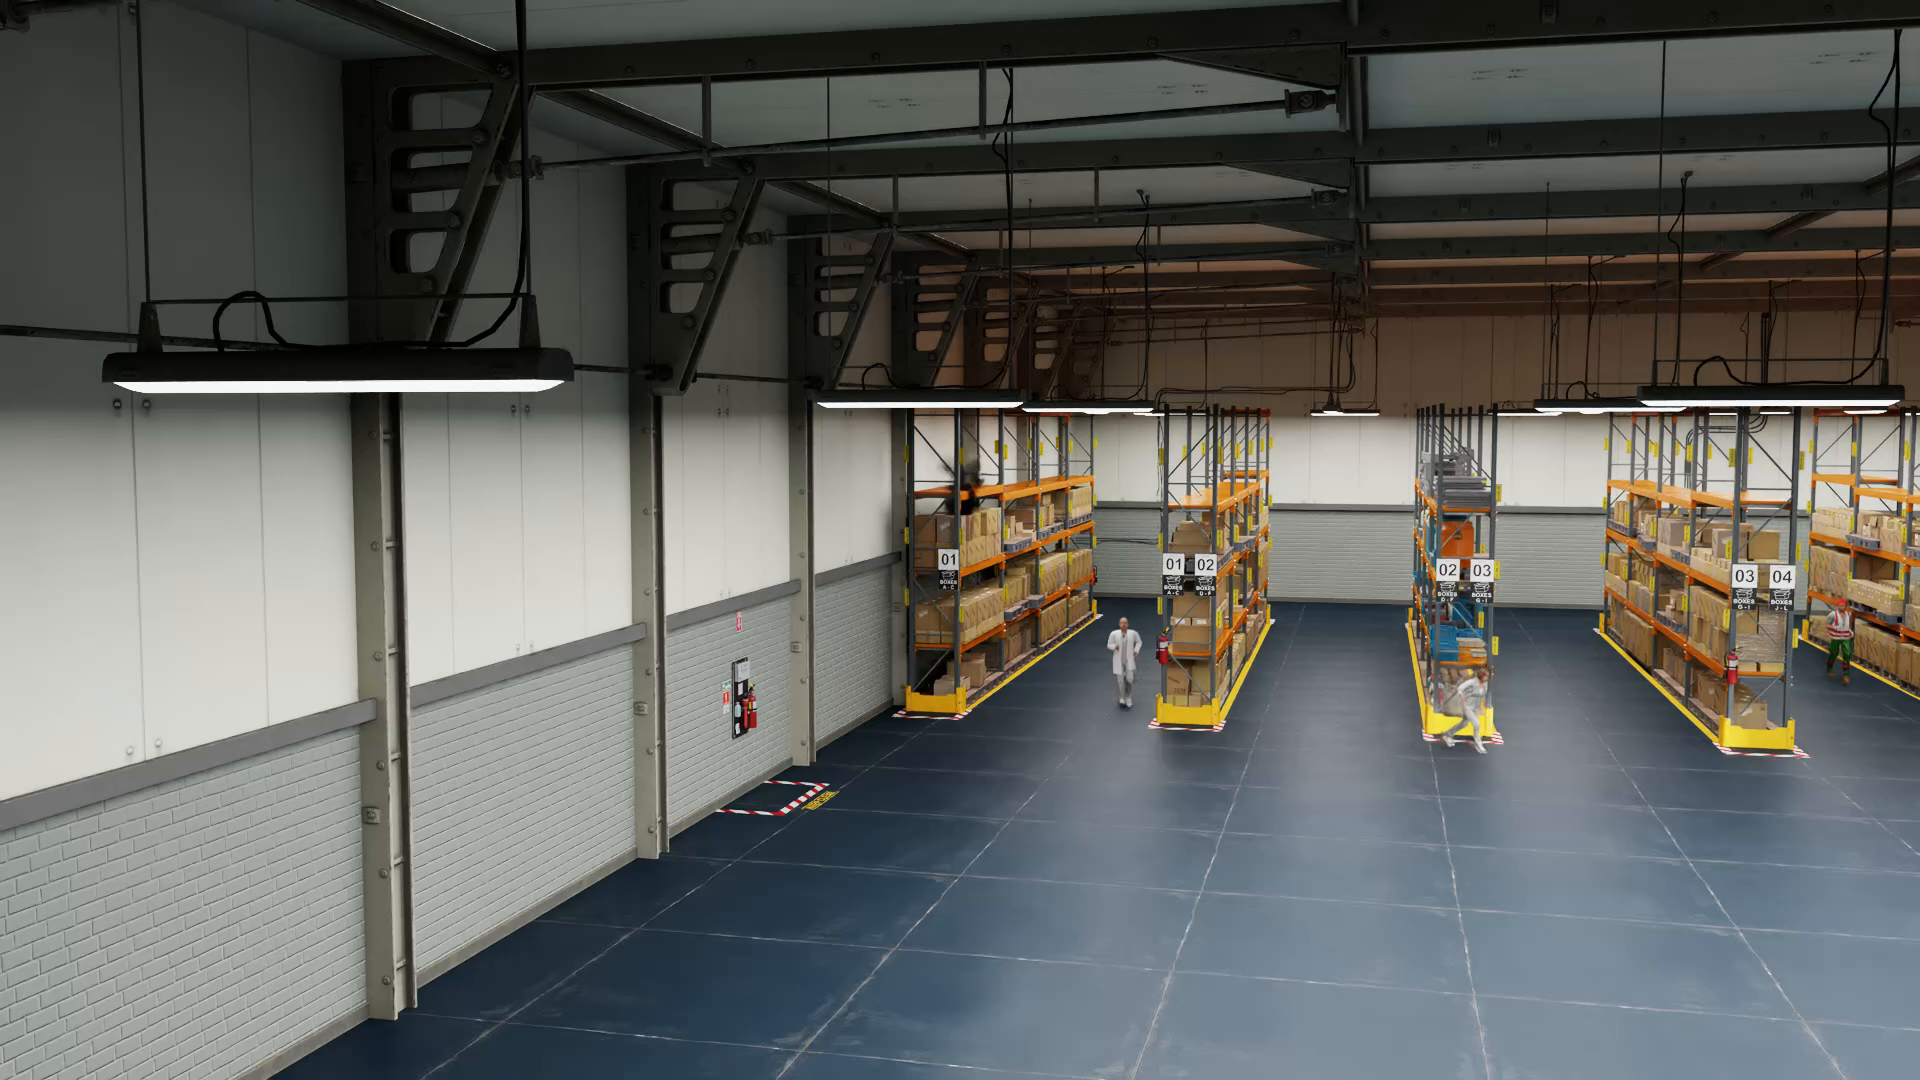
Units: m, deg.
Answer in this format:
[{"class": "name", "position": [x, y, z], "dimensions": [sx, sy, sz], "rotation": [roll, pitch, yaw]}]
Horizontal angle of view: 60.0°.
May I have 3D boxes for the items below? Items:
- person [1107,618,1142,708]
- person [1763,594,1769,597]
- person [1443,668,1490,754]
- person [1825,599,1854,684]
[{"class": "person", "position": [3.266, 2.443, 33.032], "dimensions": [0.688, 1.797, 0.724], "rotation": [0, 4, 5]}, {"class": "person", "position": [21.082, 1.682, 43.943], "dimensions": [0.545, 1.676, 0.758], "rotation": [-1, 4, -20]}, {"class": "person", "position": [8.747, 2.910, 28.704], "dimensions": [0.544, 1.490, 0.905], "rotation": [-2, 5, -29]}, {"class": "person", "position": [19.188, 2.171, 36.291], "dimensions": [0.607, 1.806, 0.935], "rotation": [1, 4, 10]}]
